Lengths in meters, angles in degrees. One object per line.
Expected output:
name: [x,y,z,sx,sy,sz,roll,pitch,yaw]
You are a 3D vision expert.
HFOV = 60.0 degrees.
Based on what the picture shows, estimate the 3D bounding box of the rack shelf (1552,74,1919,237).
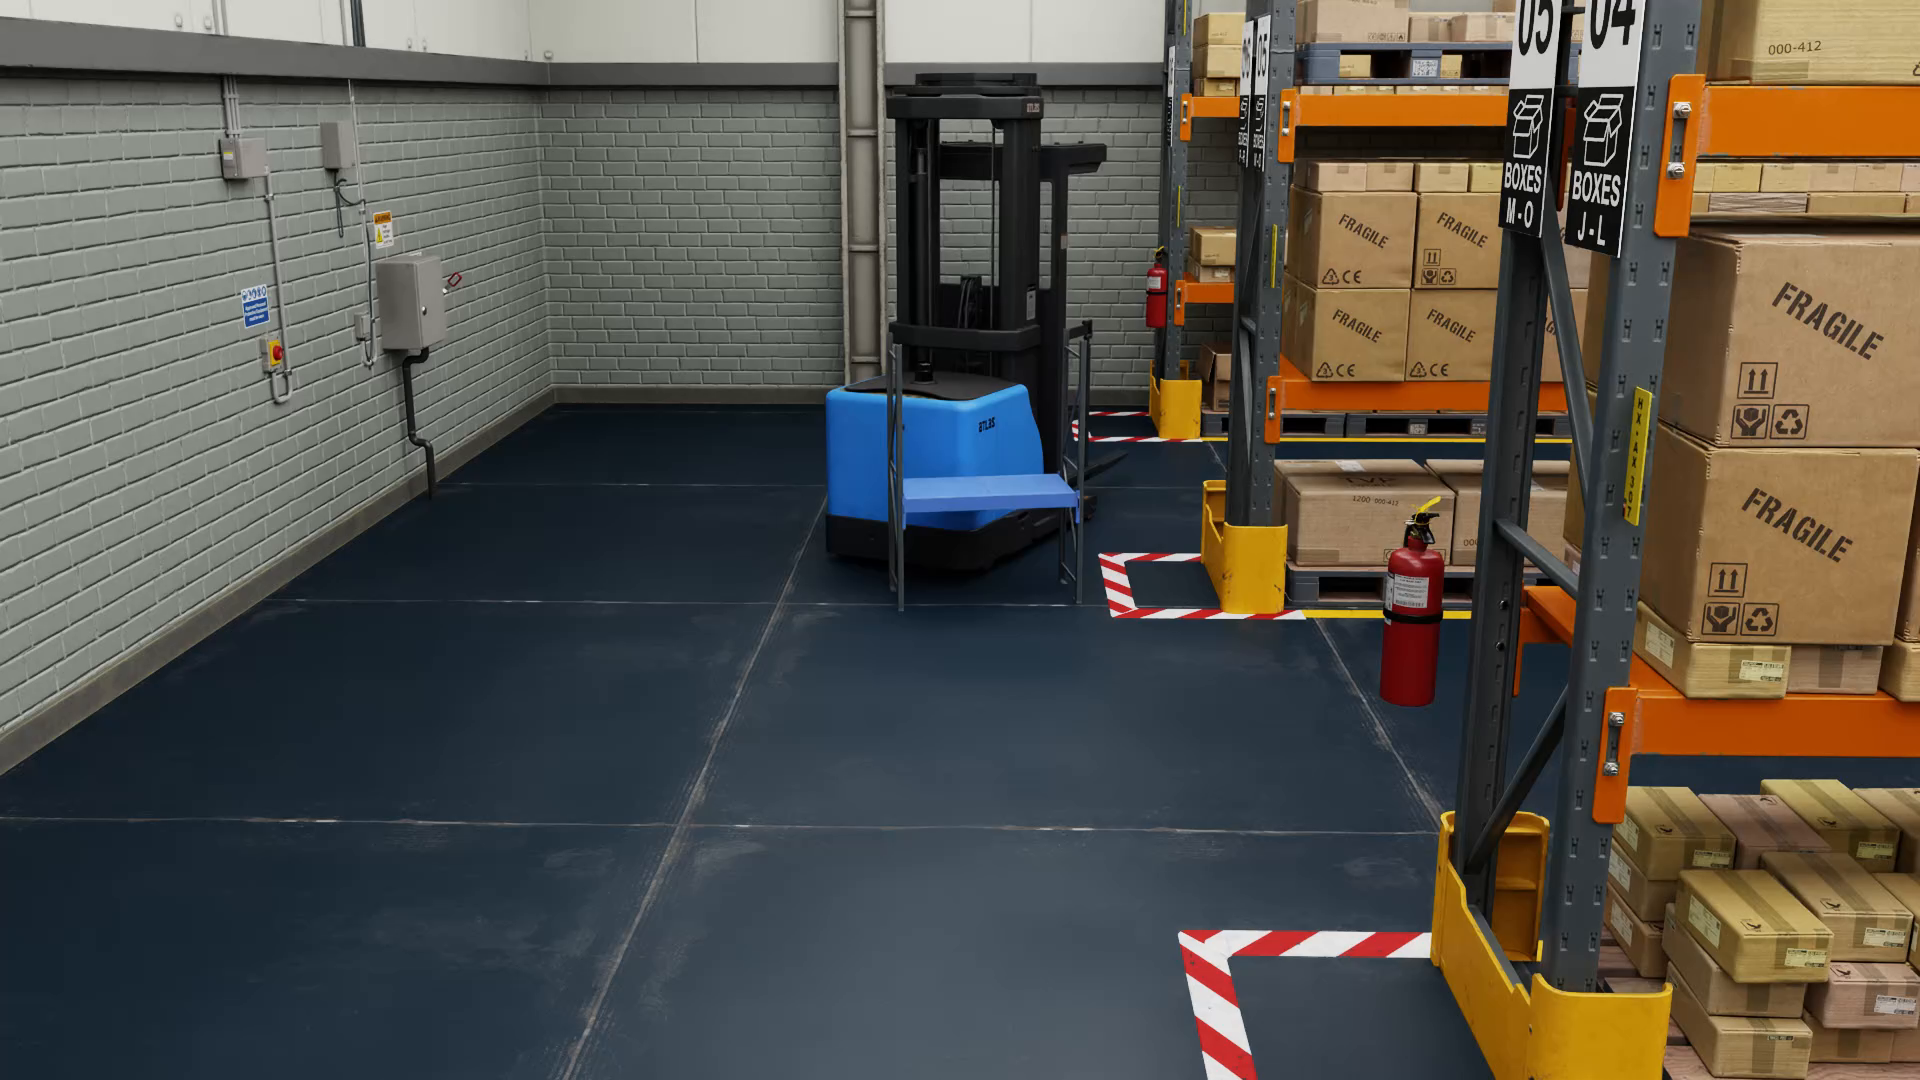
rack shelf: [3.653,-1.012,4.327,4.000,0.370,1.077,0,15,1]

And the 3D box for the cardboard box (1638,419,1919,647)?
cardboard box: [2.095,-0.042,4.339,0.500,0.500,0.500,1,15,4]

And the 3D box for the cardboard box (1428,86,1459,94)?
cardboard box: [3.894,-3.684,13.536,0.250,0.149,0.380,1,15,3]

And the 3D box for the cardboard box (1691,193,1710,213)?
cardboard box: [3.682,-1.636,9.005,0.500,0.500,0.500,0,15,2]

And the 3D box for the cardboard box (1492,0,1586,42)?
cardboard box: [3.174,-2.822,8.932,0.500,0.311,0.500,1,15,2]

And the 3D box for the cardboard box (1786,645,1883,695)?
cardboard box: [2.225,0.275,4.409,0.250,0.149,0.380,1,15,3]

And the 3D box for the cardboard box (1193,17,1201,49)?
cardboard box: [2.254,-4.283,14.047,0.500,0.250,0.500,0,15,0]

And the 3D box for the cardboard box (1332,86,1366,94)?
cardboard box: [3.142,-3.691,13.561,0.250,0.149,0.380,0,15,1]

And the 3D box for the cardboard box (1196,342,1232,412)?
cardboard box: [2.411,-1.420,14.411,0.637,0.503,0.797,0,15,-1]

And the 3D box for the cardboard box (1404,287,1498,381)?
cardboard box: [2.658,-1.162,9.167,0.500,0.500,0.500,0,15,1]

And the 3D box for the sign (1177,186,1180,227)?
sign: [1.788,-2.732,13.618,0.005,0.325,0.100,0,15,1]

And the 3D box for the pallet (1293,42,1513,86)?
pallet: [2.421,-2.591,9.075,1.213,0.211,1.003,0,15,1]

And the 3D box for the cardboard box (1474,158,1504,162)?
cardboard box: [3.068,-2.072,9.388,0.250,0.149,0.380,0,15,1]

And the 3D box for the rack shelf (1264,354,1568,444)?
rack shelf: [3.679,-0.825,9.497,4.000,0.370,1.077,0,15,1]

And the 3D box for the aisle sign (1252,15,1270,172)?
aisle sign: [1.600,-2.369,8.845,0.004,0.787,0.394,0,15,1]

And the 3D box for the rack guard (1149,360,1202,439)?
rack guard: [1.878,-1.243,14.570,0.348,0.500,1.175,0,15,1]

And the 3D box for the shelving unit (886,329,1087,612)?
shelving unit: [0.138,-0.405,9.432,1.048,1.500,0.538,-2,15,-8]

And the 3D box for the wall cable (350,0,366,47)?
wall cable: [-3.884,-4.972,11.972,0.133,3.039,2.988,0,15,1]

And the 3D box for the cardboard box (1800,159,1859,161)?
cardboard box: [4.856,-2.062,9.348,0.250,0.149,0.380,0,15,1]

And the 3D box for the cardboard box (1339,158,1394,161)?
cardboard box: [2.297,-2.085,9.434,0.250,0.149,0.380,1,15,2]

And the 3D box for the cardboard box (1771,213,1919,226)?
cardboard box: [2.624,-0.656,4.706,0.500,0.500,0.500,0,15,0]

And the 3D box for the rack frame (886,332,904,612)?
rack frame: [-0.365,-0.386,9.359,0.032,1.500,0.500,-2,15,-8]

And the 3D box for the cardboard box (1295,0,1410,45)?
cardboard box: [2.131,-2.835,9.101,0.500,0.250,0.500,-1,15,-4]

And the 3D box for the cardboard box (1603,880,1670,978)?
cardboard box: [2.185,1.203,5.166,0.250,0.149,0.380,1,15,2]

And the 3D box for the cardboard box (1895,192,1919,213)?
cardboard box: [5.199,-1.624,8.961,0.500,0.500,0.500,0,15,1]

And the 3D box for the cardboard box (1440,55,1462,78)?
cardboard box: [3.776,-3.899,13.569,0.500,0.250,0.500,0,15,1]

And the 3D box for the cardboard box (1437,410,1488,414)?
cardboard box: [4.303,-1.396,14.327,0.500,0.500,0.700,0,15,-1]

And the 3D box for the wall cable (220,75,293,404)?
wall cable: [-3.958,-1.723,9.438,0.123,1.953,0.585,0,15,1]

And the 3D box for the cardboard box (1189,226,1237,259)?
cardboard box: [2.269,-2.588,14.479,0.500,0.250,0.500,1,15,3]

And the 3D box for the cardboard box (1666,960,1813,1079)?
cardboard box: [2.169,1.338,4.655,0.250,0.149,0.380,1,15,3]

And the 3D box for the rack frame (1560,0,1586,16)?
rack frame: [1.654,-2.824,3.902,0.127,3.000,1.000,0,15,1]

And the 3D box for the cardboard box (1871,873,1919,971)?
cardboard box: [2.696,1.060,4.540,0.250,0.149,0.380,0,15,1]

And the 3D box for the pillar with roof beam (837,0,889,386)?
pillar with roof beam: [-0.980,-4.502,10.264,0.400,9.000,9.100,0,15,1]

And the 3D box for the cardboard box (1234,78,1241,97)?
cardboard box: [2.378,-3.724,13.688,0.250,0.149,0.380,1,15,2]

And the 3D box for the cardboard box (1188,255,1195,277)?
cardboard box: [2.140,-2.397,14.536,0.250,0.149,0.380,0,15,1]

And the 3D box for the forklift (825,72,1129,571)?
forklift: [0.286,-1.560,11.009,1.130,2.935,3.031,7,16,26]

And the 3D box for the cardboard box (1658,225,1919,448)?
cardboard box: [2.096,-0.528,4.222,0.500,0.500,0.500,0,15,1]

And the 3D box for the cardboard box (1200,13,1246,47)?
cardboard box: [2.239,-4.148,13.534,0.500,0.250,0.500,0,15,1]

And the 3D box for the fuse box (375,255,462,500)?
fuse box: [-3.759,-1.128,11.763,0.414,1.711,0.539,0,15,1]

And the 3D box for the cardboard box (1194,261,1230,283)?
cardboard box: [2.124,-2.258,14.012,0.250,0.149,0.380,0,15,1]

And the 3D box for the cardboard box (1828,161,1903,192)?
cardboard box: [4.852,-1.960,8.960,0.250,0.149,0.380,0,15,1]

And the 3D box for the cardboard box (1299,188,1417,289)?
cardboard box: [2.152,-1.642,9.027,0.500,0.500,0.500,0,15,0]

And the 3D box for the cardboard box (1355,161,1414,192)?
cardboard box: [2.291,-1.975,9.018,0.250,0.149,0.380,1,15,3]

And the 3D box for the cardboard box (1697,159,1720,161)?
cardboard box: [4.091,-2.069,9.375,0.250,0.149,0.380,0,15,1]

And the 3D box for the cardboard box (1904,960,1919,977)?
cardboard box: [2.690,1.173,4.697,0.250,0.149,0.380,1,15,2]

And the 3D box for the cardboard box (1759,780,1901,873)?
cardboard box: [2.701,0.889,5.189,0.250,0.149,0.380,0,15,0]

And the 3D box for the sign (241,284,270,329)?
sign: [-4.021,-1.335,9.492,0.001,0.218,0.327,0,15,1]

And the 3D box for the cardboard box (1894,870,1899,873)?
cardboard box: [2.974,1.070,5.086,0.250,0.149,0.380,0,15,1]

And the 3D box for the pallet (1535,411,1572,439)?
pallet: [5.114,-1.082,14.528,1.213,0.211,1.003,0,15,1]

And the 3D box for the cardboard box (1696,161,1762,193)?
cardboard box: [4.085,-1.951,8.926,0.250,0.149,0.380,0,15,0]

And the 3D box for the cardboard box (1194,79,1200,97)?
cardboard box: [2.128,-3.838,14.118,0.250,0.149,0.380,1,15,3]

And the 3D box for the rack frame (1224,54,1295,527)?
rack frame: [1.679,-1.186,9.455,0.127,3.000,1.000,0,15,1]
